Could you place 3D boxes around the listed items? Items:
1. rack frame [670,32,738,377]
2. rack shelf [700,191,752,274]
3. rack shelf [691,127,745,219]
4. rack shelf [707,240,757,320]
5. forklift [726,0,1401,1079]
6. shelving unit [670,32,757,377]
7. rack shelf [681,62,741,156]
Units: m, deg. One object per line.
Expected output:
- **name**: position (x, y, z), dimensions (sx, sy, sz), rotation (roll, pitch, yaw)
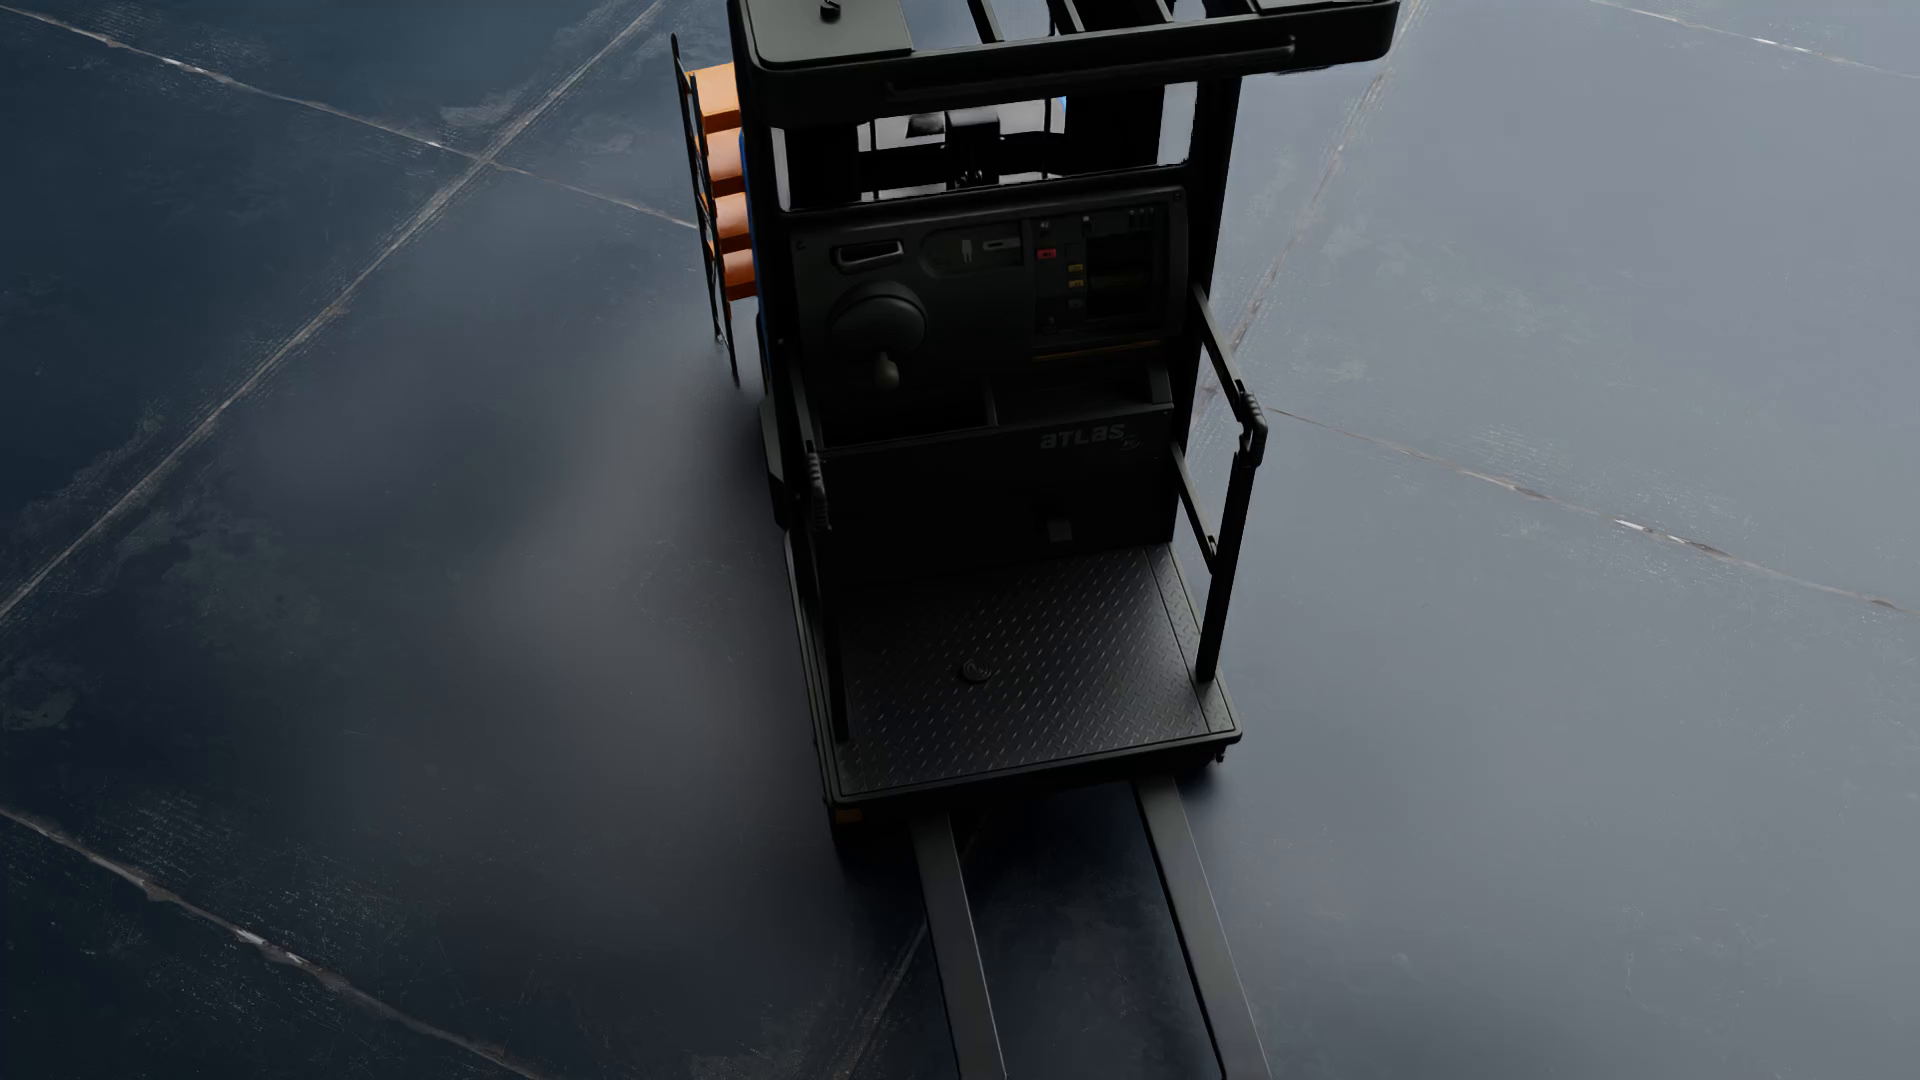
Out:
- **rack frame**: position (-0.815, -1.039, 5.346), dimensions (0.015, 1.200, 0.240), rotation (-16, 51, -13)
- **rack shelf**: position (-0.588, -1.062, 5.453), dimensions (0.480, 0.148, 0.258), rotation (-16, 51, -13)
- **rack shelf**: position (-0.588, -1.208, 5.284), dimensions (0.480, 0.148, 0.258), rotation (-16, 51, -13)
- **rack shelf**: position (-0.587, -0.933, 5.604), dimensions (0.480, 0.148, 0.258), rotation (-16, 51, -13)
- **forklift**: position (0.121, -0.484, 3.738), dimensions (1.130, 2.935, 3.031), rotation (-9, 50, -7)
- **shelving unit**: position (-0.588, -1.106, 5.402), dimensions (0.503, 1.200, 0.258), rotation (-16, 51, -13)
- **rack shelf**: position (-0.588, -1.362, 5.104), dimensions (0.480, 0.148, 0.258), rotation (-16, 51, -13)
